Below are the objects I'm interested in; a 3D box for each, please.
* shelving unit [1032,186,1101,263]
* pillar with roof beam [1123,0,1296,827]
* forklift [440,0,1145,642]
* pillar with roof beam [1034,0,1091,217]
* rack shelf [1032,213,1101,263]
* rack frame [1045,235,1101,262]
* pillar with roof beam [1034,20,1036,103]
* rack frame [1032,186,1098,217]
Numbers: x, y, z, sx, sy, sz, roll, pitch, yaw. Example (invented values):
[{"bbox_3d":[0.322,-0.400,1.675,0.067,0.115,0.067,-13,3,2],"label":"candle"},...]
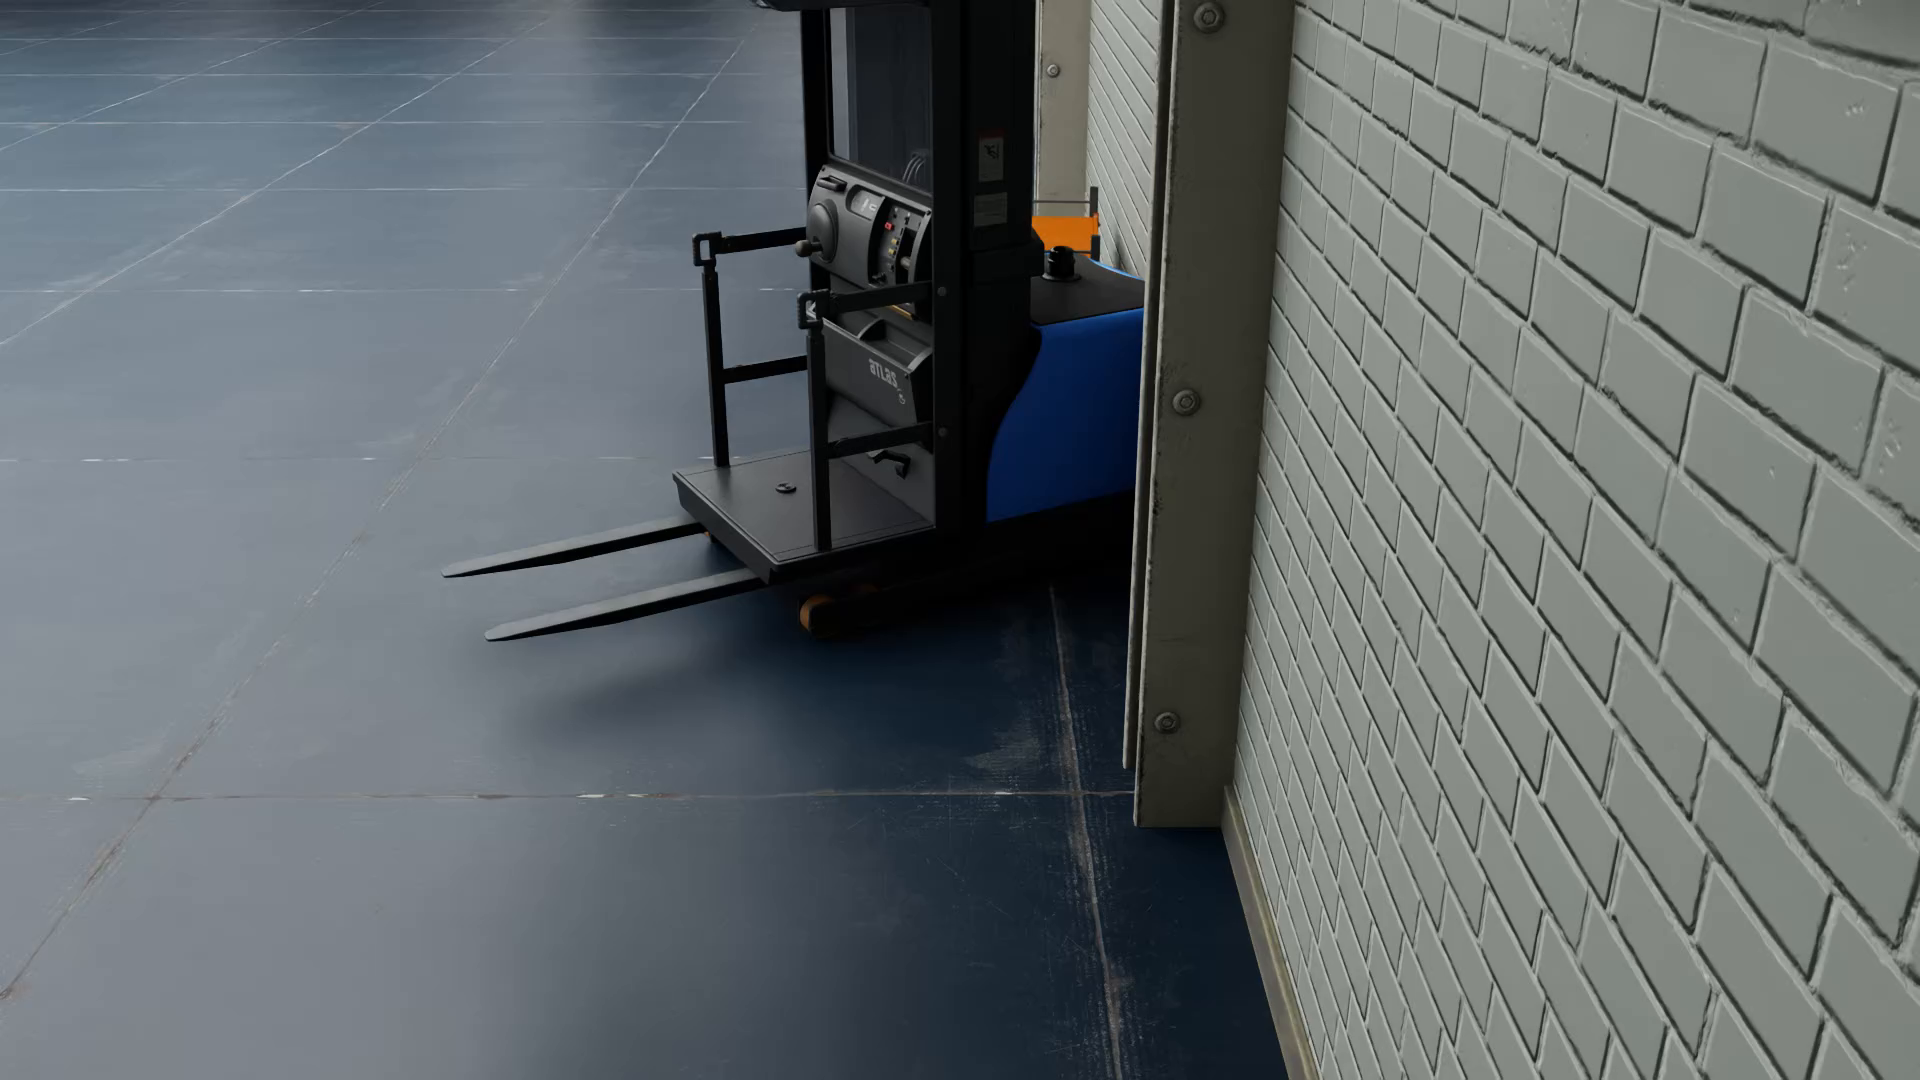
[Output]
[{"bbox_3d":[0.426,-1.094,8.304,0.538,1.125,1.048,2,24,3],"label":"shelving unit"},{"bbox_3d":[-3.600,-3.258,3.533,9.100,9.000,0.400,0,24,-1],"label":"pillar with roof beam"},{"bbox_3d":[-0.539,-1.207,6.361,3.031,2.935,1.130,-13,28,-27],"label":"forklift"},{"bbox_3d":[-3.665,-5.730,8.999,9.100,9.000,0.400,0,24,-1],"label":"pillar with roof beam"},{"bbox_3d":[0.426,-1.361,8.183,0.538,0.278,1.000,2,24,3],"label":"rack shelf"},{"bbox_3d":[0.392,-0.885,7.842,0.500,1.125,0.032,2,24,3],"label":"rack frame"},{"bbox_3d":[-3.731,-8.202,14.466,9.100,9.000,0.400,0,24,-1],"label":"pillar with roof beam"},{"bbox_3d":[0.460,-1.303,8.766,0.500,1.125,0.032,2,24,3],"label":"rack frame"}]
